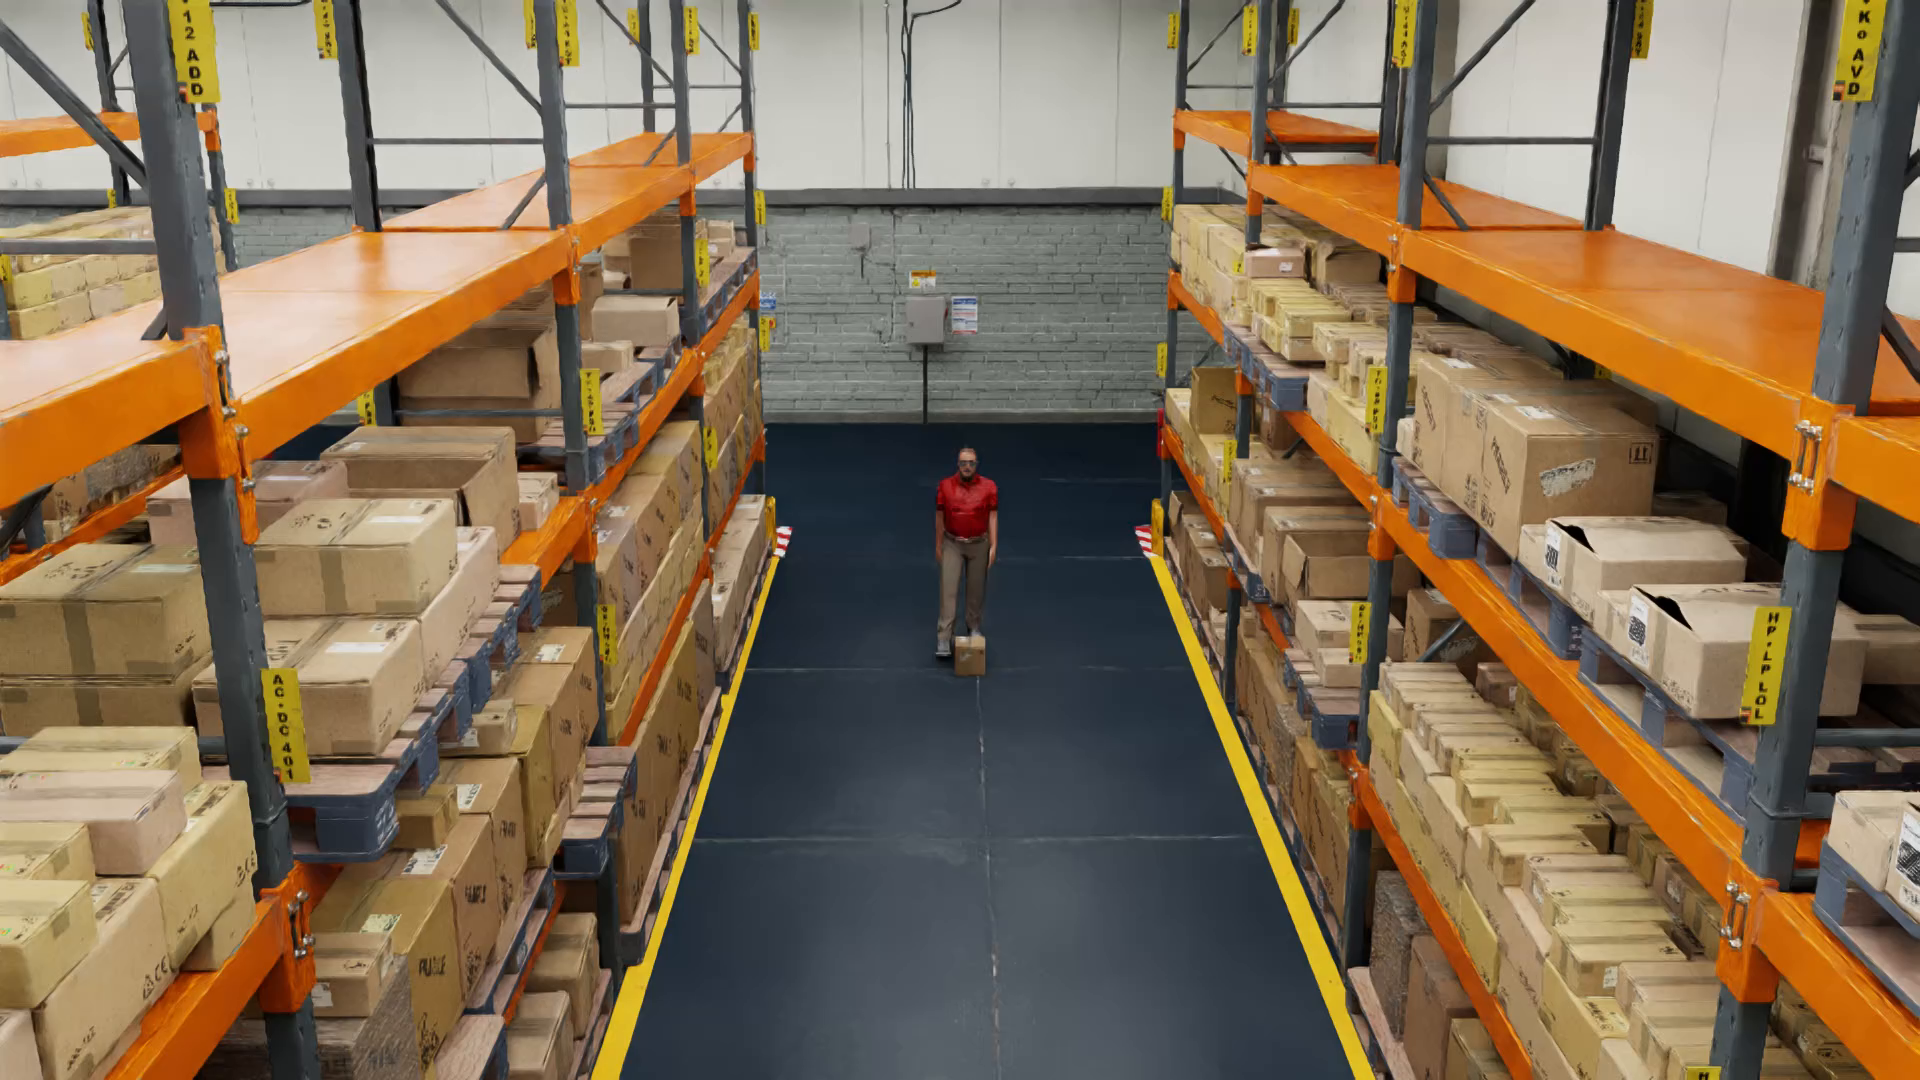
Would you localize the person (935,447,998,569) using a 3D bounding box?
[{"bbox_3d":[0.058,-0.260,13.824,0.528,1.031,0.342,-1,17,-4],"label":"person"}]
